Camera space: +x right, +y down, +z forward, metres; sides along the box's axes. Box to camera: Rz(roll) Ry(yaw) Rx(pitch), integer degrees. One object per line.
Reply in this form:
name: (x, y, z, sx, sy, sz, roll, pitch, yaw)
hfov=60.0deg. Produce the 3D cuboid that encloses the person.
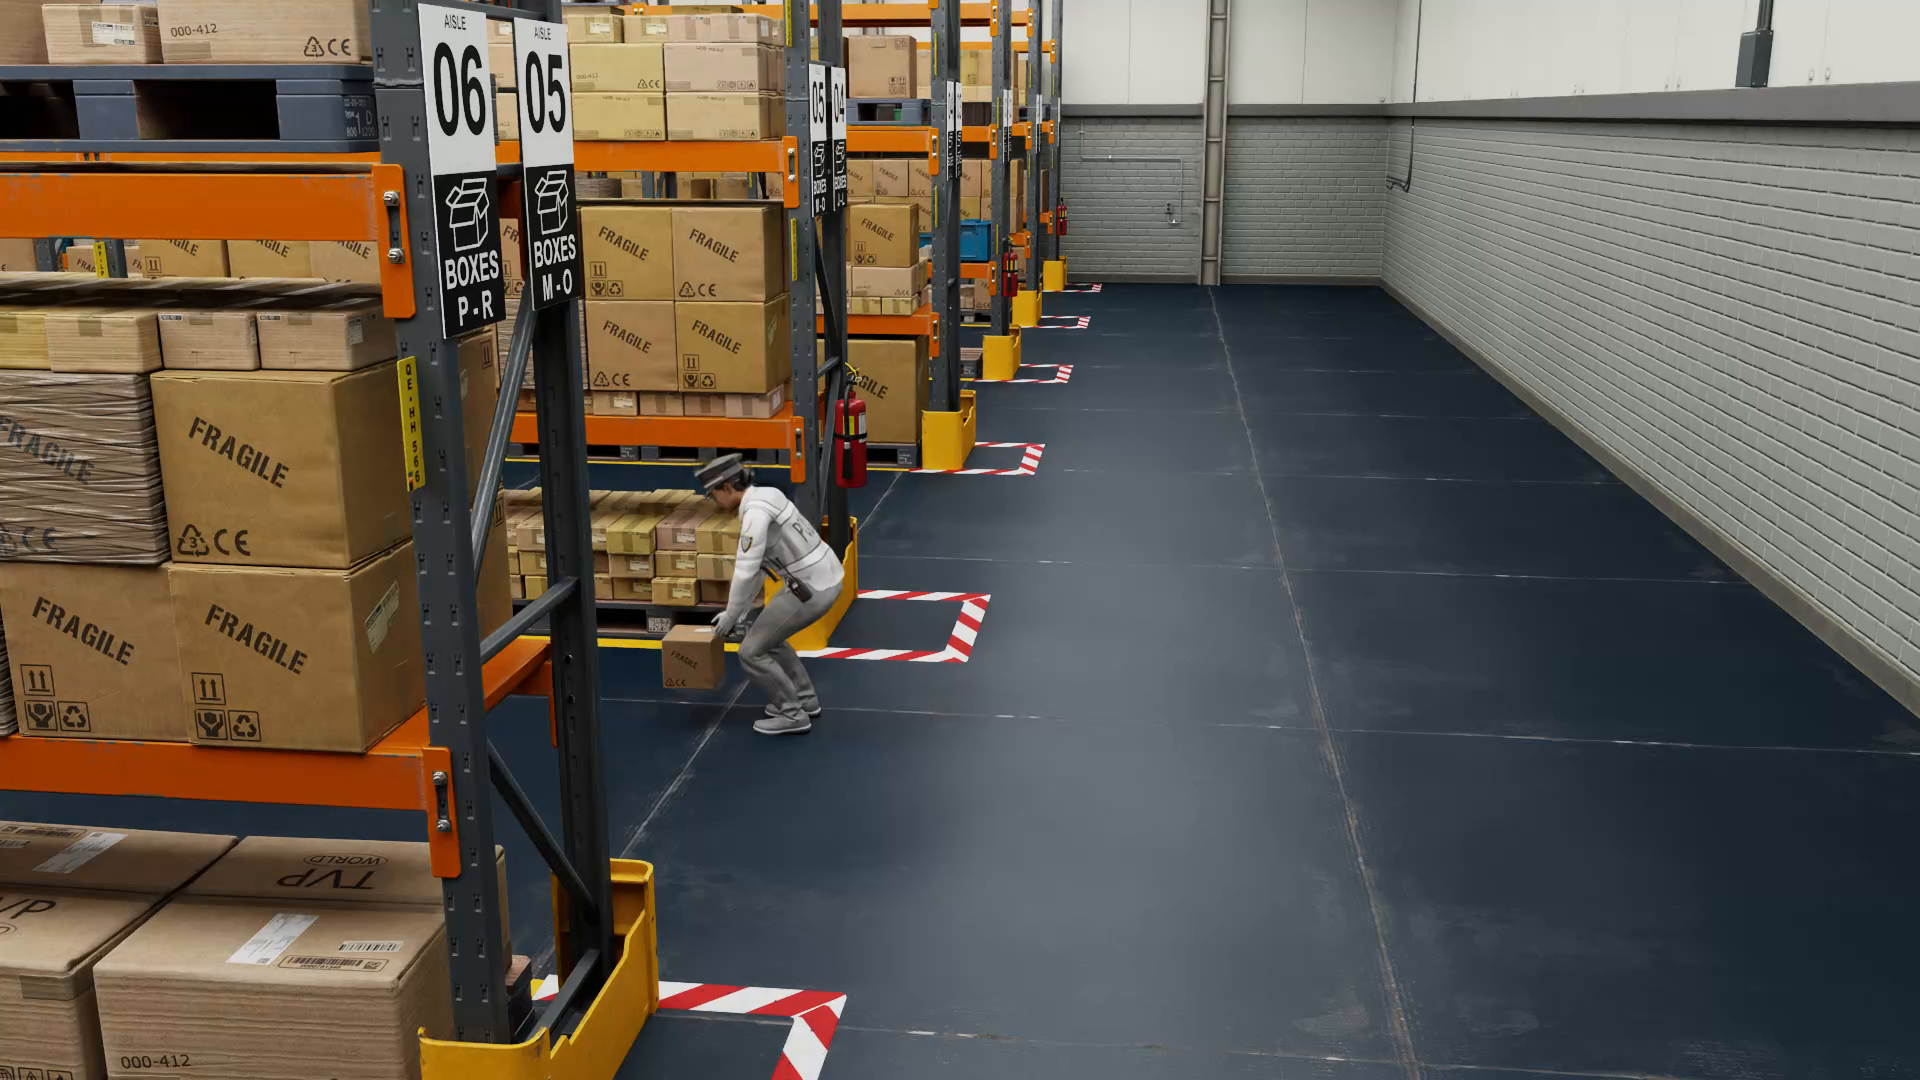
person: (-0.925, 0.258, 8.100, 0.708, 1.376, 0.535, 2, 14, 7)
